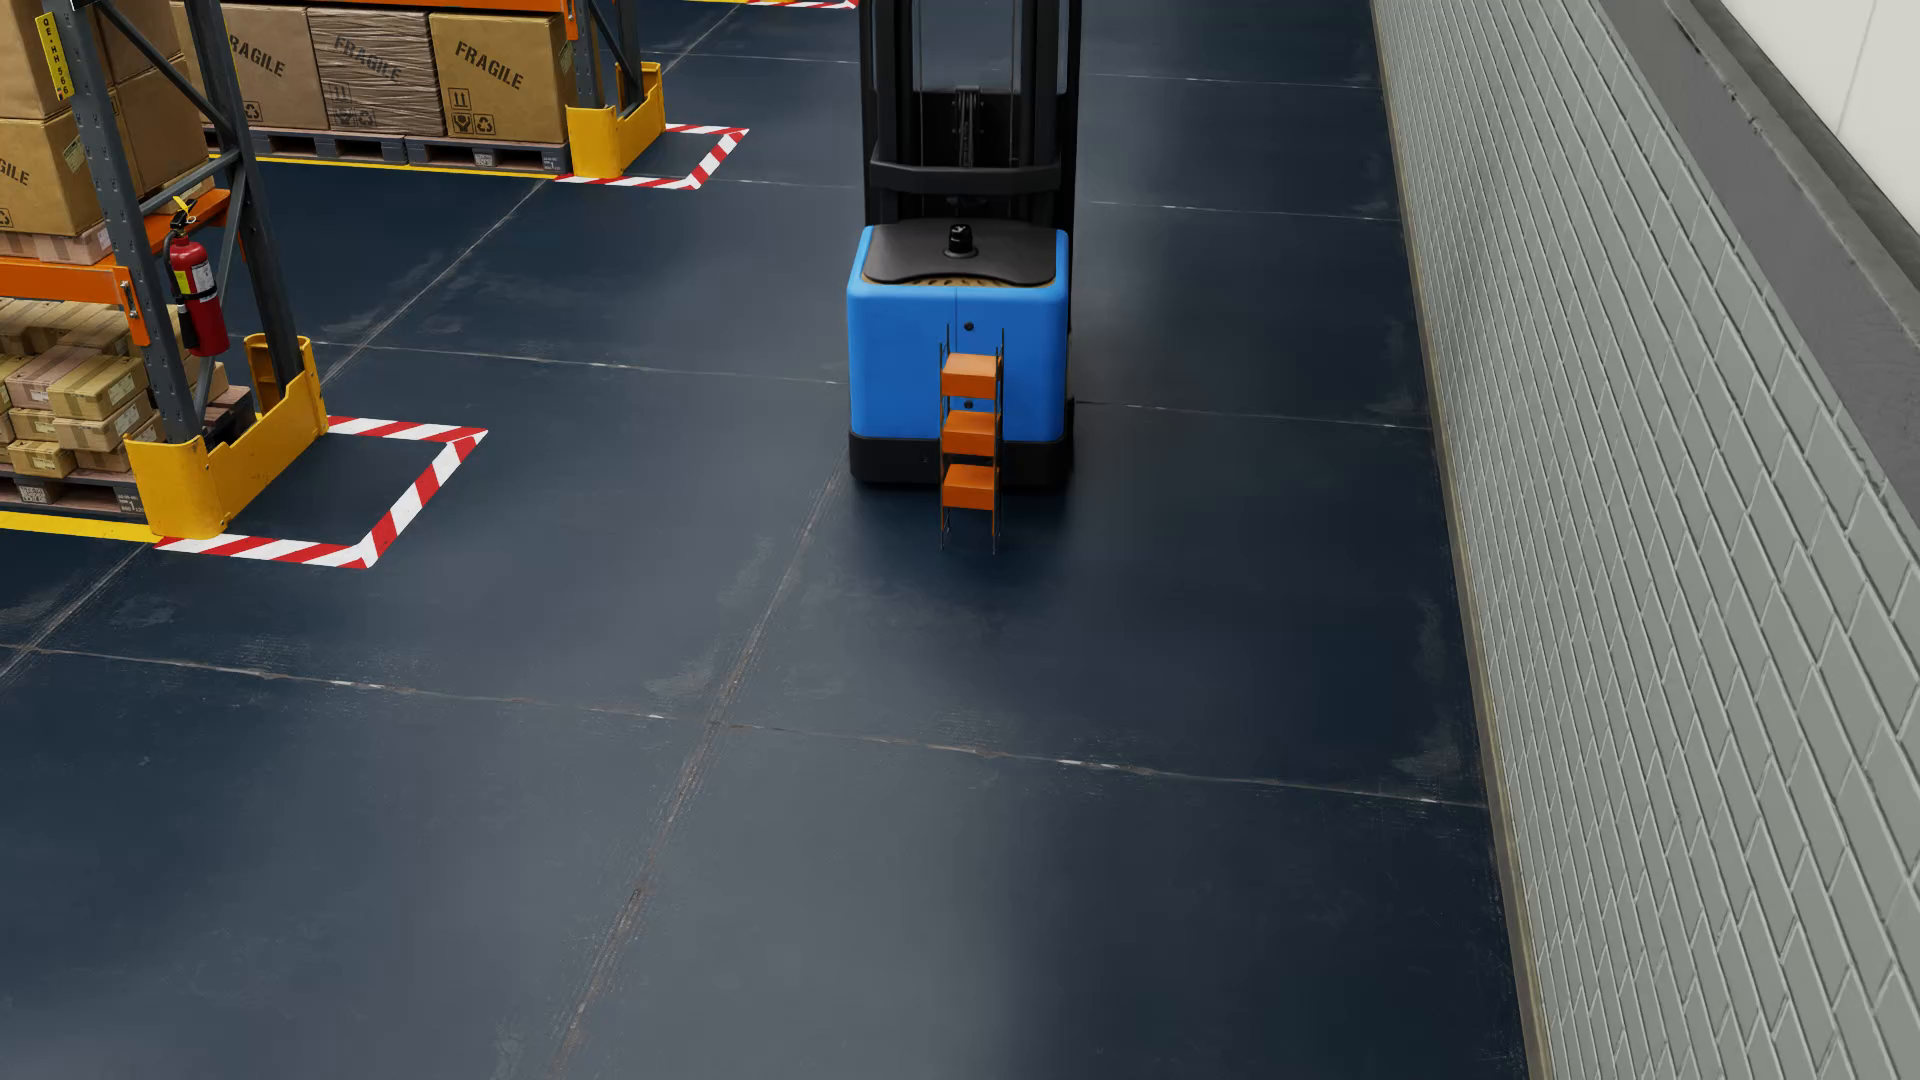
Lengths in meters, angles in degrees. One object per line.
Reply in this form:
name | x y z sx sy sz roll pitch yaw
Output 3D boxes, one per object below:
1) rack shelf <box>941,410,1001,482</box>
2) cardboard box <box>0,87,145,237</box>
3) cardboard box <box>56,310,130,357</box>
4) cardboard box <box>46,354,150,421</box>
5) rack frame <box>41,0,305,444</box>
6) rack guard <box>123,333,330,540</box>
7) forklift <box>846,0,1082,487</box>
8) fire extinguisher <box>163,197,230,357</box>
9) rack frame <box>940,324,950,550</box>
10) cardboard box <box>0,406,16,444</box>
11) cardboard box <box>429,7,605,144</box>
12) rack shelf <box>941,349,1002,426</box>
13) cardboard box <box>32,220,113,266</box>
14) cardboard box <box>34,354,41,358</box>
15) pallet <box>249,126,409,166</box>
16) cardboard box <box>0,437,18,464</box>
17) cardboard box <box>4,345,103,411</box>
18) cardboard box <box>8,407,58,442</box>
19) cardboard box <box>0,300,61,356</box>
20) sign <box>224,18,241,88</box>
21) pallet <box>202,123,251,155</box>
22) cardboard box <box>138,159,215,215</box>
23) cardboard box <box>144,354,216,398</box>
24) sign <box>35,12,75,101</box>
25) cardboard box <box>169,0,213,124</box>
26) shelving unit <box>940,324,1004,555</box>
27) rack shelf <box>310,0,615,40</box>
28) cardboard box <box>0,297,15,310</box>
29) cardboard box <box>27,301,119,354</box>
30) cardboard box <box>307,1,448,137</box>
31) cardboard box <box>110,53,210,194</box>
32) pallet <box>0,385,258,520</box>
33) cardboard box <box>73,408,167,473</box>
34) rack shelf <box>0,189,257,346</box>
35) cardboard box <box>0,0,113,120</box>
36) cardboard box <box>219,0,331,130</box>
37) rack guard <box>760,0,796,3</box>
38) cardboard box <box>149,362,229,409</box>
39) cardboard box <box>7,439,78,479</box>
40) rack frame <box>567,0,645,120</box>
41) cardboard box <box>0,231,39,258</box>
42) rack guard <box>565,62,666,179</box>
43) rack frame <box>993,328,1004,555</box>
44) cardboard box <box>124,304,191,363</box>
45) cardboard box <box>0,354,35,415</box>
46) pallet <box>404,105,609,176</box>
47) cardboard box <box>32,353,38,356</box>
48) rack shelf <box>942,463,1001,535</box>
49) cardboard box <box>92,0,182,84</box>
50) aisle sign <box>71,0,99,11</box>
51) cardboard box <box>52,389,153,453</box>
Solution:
rack shelf | 0.053 -0.431 7.469 0.240 0.259 0.215 5 32 8
cardboard box | -3.961 -1.654 7.191 0.500 0.500 0.500 6 33 9
cardboard box | -4.226 -0.988 8.232 0.250 0.149 0.380 6 33 9
cardboard box | -4.039 -0.717 7.798 0.250 0.149 0.380 6 32 9
rack frame | -3.474 -1.580 7.448 0.127 3.000 1.000 5 32 8
rack guard | -3.549 -0.528 8.122 0.348 0.500 1.175 5 32 8
forklift | 0.064 -2.253 8.587 1.130 2.935 3.031 2 32 3
fire extinguisher | -3.304 -1.126 7.145 0.183 0.674 0.296 5 32 8
rack frame | -0.068 -0.451 7.481 0.008 1.050 0.200 5 32 8
cardboard box | -4.555 -0.619 7.923 0.250 0.149 0.380 4 32 6
cardboard box | -3.185 -3.458 12.054 0.875 0.875 0.875 5 32 8
rack shelf | 0.053 -0.672 7.319 0.240 0.259 0.215 5 32 8
cardboard box | -3.843 -1.355 7.325 0.250 0.149 0.380 5 32 8
cardboard box | -4.464 -0.887 8.350 0.250 0.149 0.380 6 32 9
pallet | -4.541 -3.124 12.542 1.213 0.211 1.003 5 32 8
cardboard box | -4.545 -0.526 8.055 0.250 0.149 0.380 5 32 8
cardboard box | -4.277 -0.769 7.882 0.250 0.149 0.380 6 33 9
cardboard box | -4.291 -0.625 7.933 0.250 0.149 0.380 4 32 7
cardboard box | -4.711 -1.057 8.341 0.250 0.149 0.380 4 32 6
sign | -3.383 -2.231 7.671 0.005 0.325 0.100 5 32 8
pallet | -5.747 -3.232 12.714 1.213 0.211 1.003 5 32 8
cardboard box | -3.738 -1.674 7.834 0.250 0.149 0.380 5 32 8
cardboard box | -3.948 -0.857 8.303 0.250 0.149 0.380 6 33 10
sign | -3.587 -1.917 6.596 0.005 0.325 0.100 5 32 8
cardboard box | -5.846 -3.699 12.439 0.875 0.875 0.875 5 32 8
shelving unit | 0.053 -0.440 7.464 0.252 1.050 0.215 5 32 8
rack shelf | -4.512 -4.039 12.054 4.000 0.370 1.077 5 32 8
cardboard box | -4.983 -1.086 8.389 0.250 0.149 0.380 6 33 10
cardboard box | -4.452 -1.078 8.375 0.250 0.149 0.380 5 32 8
cardboard box | -4.082 -3.539 12.184 0.875 0.875 0.875 5 32 8
cardboard box | -3.870 -1.933 7.637 0.500 0.500 0.500 7 33 11
pallet | -4.344 -0.496 8.344 1.213 0.211 1.003 5 32 8
cardboard box | -4.028 -0.488 7.993 0.250 0.149 0.380 6 32 9
rack shelf | -5.446 -1.454 7.924 4.000 0.370 1.077 5 32 8
cardboard box | -3.967 -2.083 6.934 0.500 0.500 0.500 5 32 7
cardboard box | -4.959 -3.619 12.311 0.875 0.875 0.875 5 32 8
rack guard | -1.681 -5.701 16.387 0.348 0.500 1.175 5 32 8
cardboard box | -3.937 -0.764 8.435 0.250 0.149 0.380 6 33 9
cardboard box | -4.299 -0.458 7.945 0.250 0.149 0.380 6 33 10
rack frame | -2.540 -4.165 11.578 0.127 3.000 1.000 5 32 8
cardboard box | -4.082 -1.397 7.391 0.250 0.149 0.380 5 32 8
rack guard | -2.517 -3.104 12.237 0.348 0.500 1.175 5 32 8
rack frame | 0.173 -0.429 7.446 0.008 1.050 0.200 5 32 8
cardboard box | -3.934 -1.027 8.293 0.250 0.149 0.380 4 32 6
cardboard box | -4.553 -0.726 7.813 0.250 0.149 0.380 4 32 7
pallet | -3.342 -3.014 12.366 1.213 0.211 1.003 5 32 8
cardboard box | -4.699 -0.966 8.477 0.250 0.149 0.380 6 33 10
rack shelf | 0.053 -0.196 7.617 0.240 0.259 0.215 5 32 8
cardboard box | -3.872 -2.352 7.363 0.500 0.500 0.500 5 32 8
aisle sign | -3.453 -2.519 6.497 0.004 0.787 0.394 5 32 8
cardboard box | -4.043 -0.574 7.850 0.250 0.149 0.380 4 32 7
